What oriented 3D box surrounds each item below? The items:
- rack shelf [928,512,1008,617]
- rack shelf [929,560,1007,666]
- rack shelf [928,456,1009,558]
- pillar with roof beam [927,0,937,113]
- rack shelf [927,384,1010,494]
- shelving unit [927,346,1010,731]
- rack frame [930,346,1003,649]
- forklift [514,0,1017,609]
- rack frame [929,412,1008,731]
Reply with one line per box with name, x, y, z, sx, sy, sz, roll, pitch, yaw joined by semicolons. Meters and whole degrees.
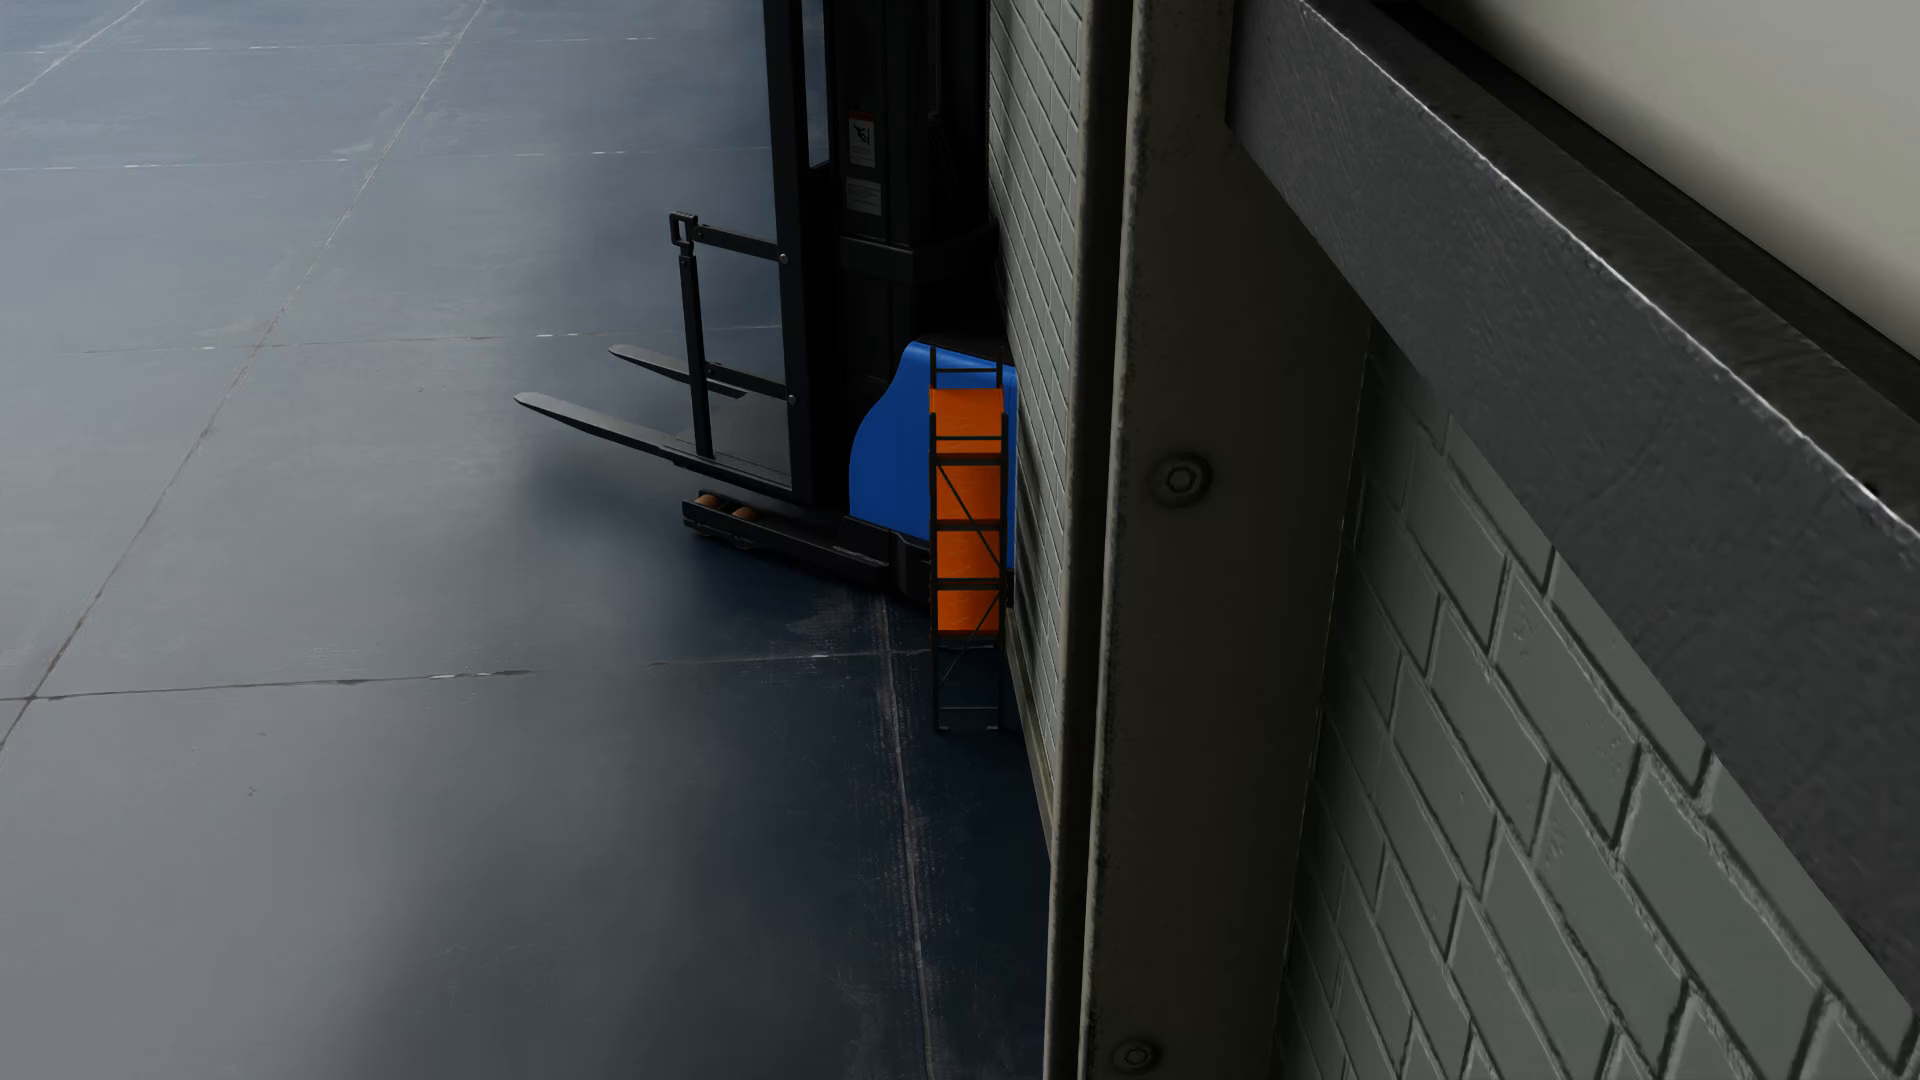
rack shelf;0.024;0.064;5.605;0.258;0.148;0.480;0;31;-1
rack shelf;0.024;0.234;5.707;0.258;0.148;0.480;0;31;-1
rack shelf;0.024;-0.128;5.490;0.258;0.148;0.480;0;31;-1
pillar with roof beam;-4.515;-4.794;6.001;9.100;9.000;0.400;-3;31;-5
rack shelf;0.024;-0.332;5.369;0.258;0.148;0.480;0;31;-1
shelving unit;0.024;0.006;5.570;0.258;1.200;0.503;0;31;-1
rack frame;0.021;-0.119;5.780;0.240;1.200;0.015;0;31;-1
forklift;-0.526;-1.429;6.284;3.031;2.935;1.130;18;35;27
rack frame;0.027;0.131;5.361;0.240;1.200;0.015;0;31;-1
